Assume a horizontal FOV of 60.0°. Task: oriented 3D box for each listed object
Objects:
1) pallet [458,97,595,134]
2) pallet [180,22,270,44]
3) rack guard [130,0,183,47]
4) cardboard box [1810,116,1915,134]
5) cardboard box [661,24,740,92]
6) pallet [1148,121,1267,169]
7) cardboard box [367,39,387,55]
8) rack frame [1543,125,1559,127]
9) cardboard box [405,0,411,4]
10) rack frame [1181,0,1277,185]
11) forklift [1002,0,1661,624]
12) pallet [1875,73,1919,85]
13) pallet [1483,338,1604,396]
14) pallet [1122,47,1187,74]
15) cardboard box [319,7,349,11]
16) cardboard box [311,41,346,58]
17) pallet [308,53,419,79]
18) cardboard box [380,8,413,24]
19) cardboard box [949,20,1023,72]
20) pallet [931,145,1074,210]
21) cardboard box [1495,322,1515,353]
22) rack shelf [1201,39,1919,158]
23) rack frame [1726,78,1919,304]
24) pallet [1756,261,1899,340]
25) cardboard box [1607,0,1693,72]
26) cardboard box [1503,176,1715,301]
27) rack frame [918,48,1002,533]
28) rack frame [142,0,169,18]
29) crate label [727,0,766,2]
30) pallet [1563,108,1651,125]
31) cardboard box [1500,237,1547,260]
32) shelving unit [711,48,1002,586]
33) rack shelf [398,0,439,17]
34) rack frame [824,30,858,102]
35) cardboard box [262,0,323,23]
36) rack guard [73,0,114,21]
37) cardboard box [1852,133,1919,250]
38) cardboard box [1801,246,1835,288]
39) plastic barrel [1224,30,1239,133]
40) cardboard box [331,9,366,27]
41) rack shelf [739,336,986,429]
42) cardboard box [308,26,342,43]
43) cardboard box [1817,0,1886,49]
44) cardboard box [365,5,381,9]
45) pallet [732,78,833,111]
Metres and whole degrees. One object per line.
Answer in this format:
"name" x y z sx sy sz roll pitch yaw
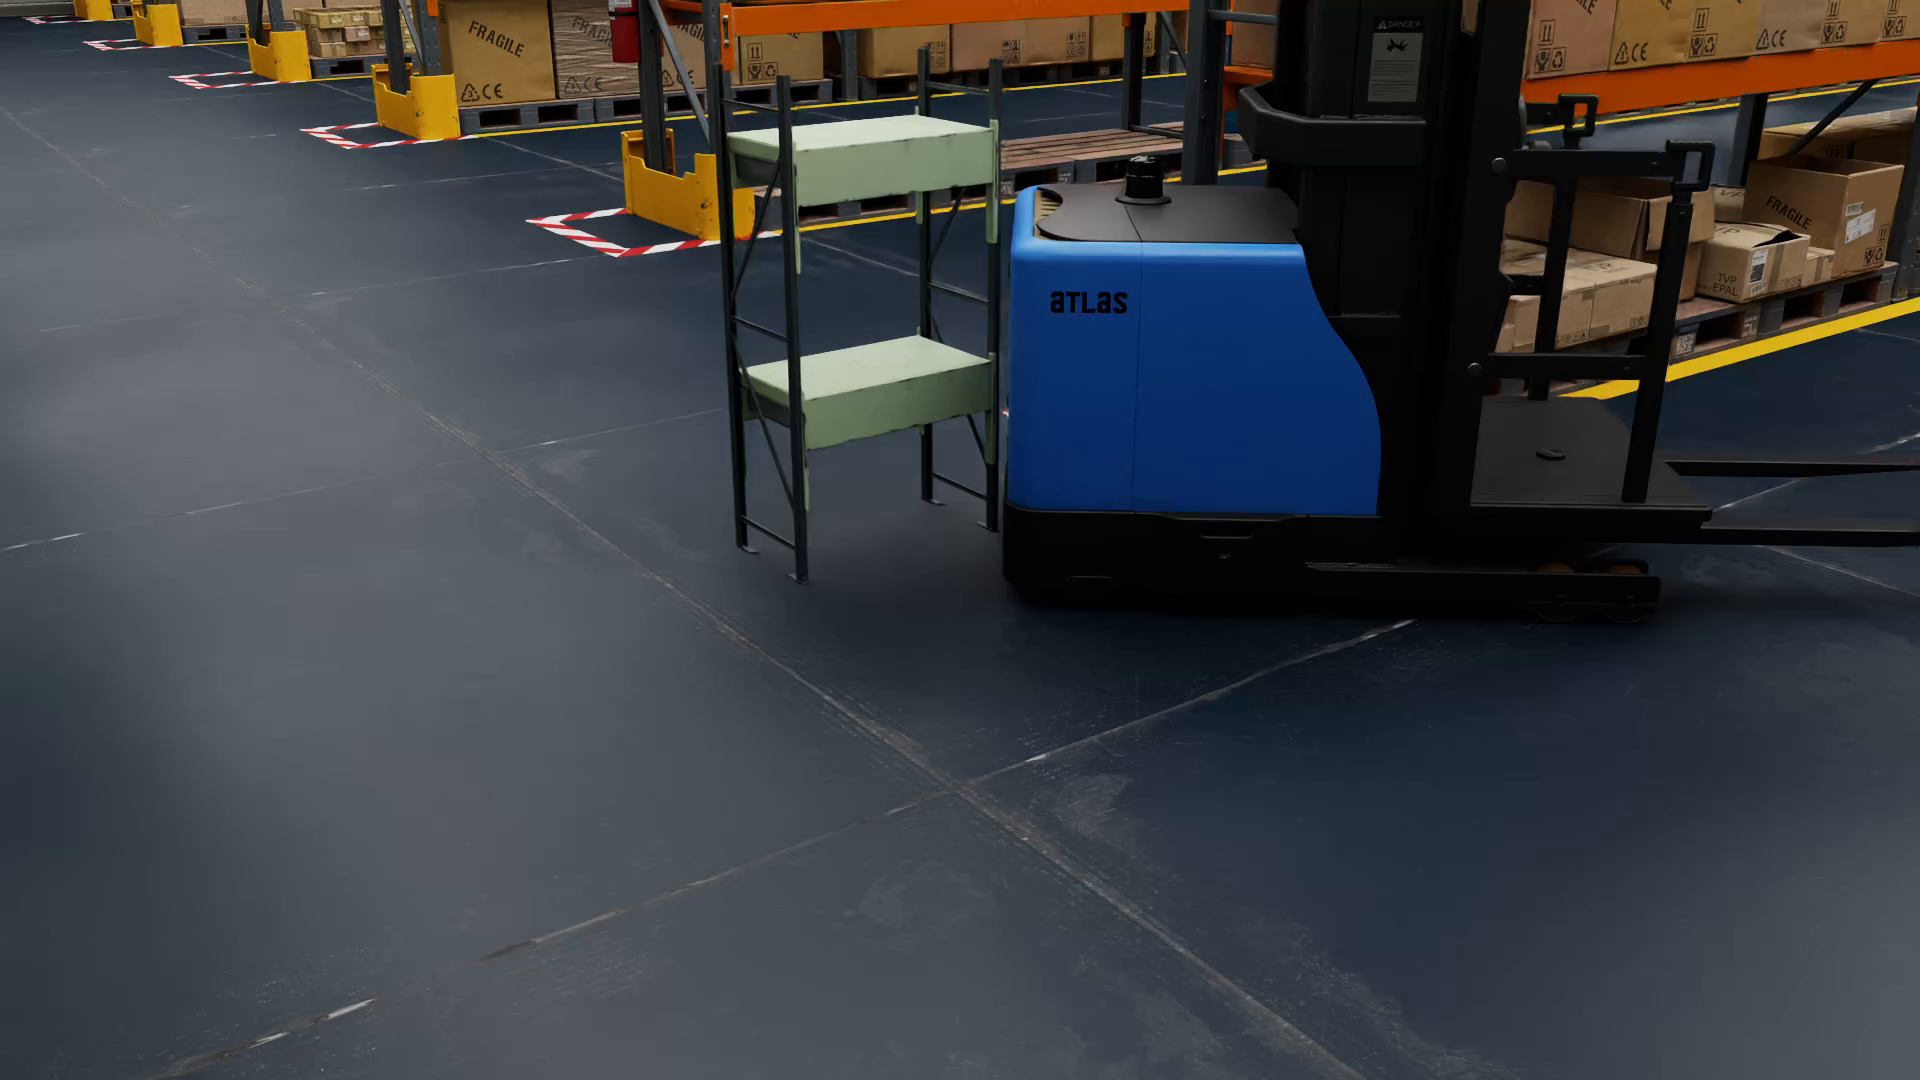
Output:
"pallet" -3.959 -3.764 14.545 1.213 0.211 1.003 -15 26 -33
"pallet" -9.746 -6.746 22.016 1.213 0.211 1.003 -15 26 -33
"rack guard" -10.369 -6.678 21.457 0.348 0.500 1.175 -15 26 -33
"cardboard box" 5.107 -2.088 9.361 0.500 0.500 0.500 -15 26 -33
"cardboard box" -2.628 -4.623 15.235 0.875 0.875 0.875 -15 26 -33
"pallet" 2.228 -3.098 12.875 1.213 0.211 1.003 -15 26 -33
"cardboard box" -6.402 -5.402 18.166 0.250 0.149 0.380 -15 26 -32
"rack frame" 4.824 -5.104 14.140 0.127 3.000 1.000 -15 26 -33
"cardboard box" -7.675 -7.611 23.314 0.875 0.438 0.875 -15 26 -34
"rack frame" 1.220 -1.882 6.064 0.127 3.000 1.000 -15 26 -33
"forklift" 1.660 -1.323 4.756 3.031 2.935 1.130 1 22 3
"pallet" 9.632 -5.073 17.825 1.213 0.211 1.003 -15 26 -33
"pallet" 1.929 -0.776 7.056 1.213 0.211 1.003 -15 26 -33
"pallet" 2.567 -5.468 18.814 1.213 0.211 1.003 -15 26 -33
"cardboard box" -6.858 -5.752 18.241 0.250 0.149 0.380 -14 26 -32
"cardboard box" -6.765 -5.265 17.823 0.250 0.149 0.380 -14 26 -32
"pallet" -6.635 -5.263 18.301 1.213 0.211 1.003 -15 26 -33
"cardboard box" -6.167 -5.726 18.175 0.250 0.149 0.380 -16 27 -35
"cardboard box" -0.083 -5.275 16.868 0.875 0.875 1.225 -16 27 -35
"pallet" 0.012 -2.507 11.394 1.213 0.211 1.003 -15 26 -33
"cardboard box" 1.964 -0.811 6.612 0.250 0.166 0.380 -15 26 -33
"rack shelf" 2.844 -1.980 7.283 4.000 0.370 1.077 -15 26 -33
"rack frame" 4.467 -2.747 8.234 0.127 3.000 1.000 -15 26 -33
"pallet" 3.909 -1.304 8.379 1.213 0.211 1.003 -15 26 -33
"cardboard box" 2.559 -2.166 6.642 0.500 0.500 0.500 -15 26 -33
"cardboard box" 2.945 -1.384 7.592 0.637 0.503 0.797 -15 26 -33
"rack frame" -0.004 -0.782 5.332 0.023 1.500 0.400 -16 27 -34
"rack frame" -10.350 -7.844 21.007 0.127 3.000 1.000 -15 26 -33
"crate label" -1.277 -3.277 9.707 0.303 0.233 0.416 -15 26 -33
"pallet" 5.476 -3.965 15.048 1.213 0.211 1.003 -15 26 -33
"cardboard box" 2.306 -1.197 7.466 0.500 0.250 0.500 -15 26 -33
"shelving unit" -0.297 -0.700 5.128 0.755 1.500 0.431 -16 27 -34
"rack shelf" -2.939 -4.961 14.753 4.000 0.370 1.077 -15 26 -33
"rack frame" -1.315 -5.728 15.705 0.127 3.000 1.000 -15 26 -33
"cardboard box" -9.134 -7.223 22.340 0.875 0.438 0.875 -14 26 -31
"rack guard" -13.190 -8.192 25.251 0.348 0.500 1.175 -15 26 -33
"cardboard box" 5.002 -1.822 8.695 0.500 0.500 0.500 -16 27 -35
"cardboard box" 3.901 -1.320 7.909 0.250 0.149 0.380 -15 26 -33
"plastic barrel" 2.029 -3.571 12.564 0.708 0.901 0.600 -15 26 -33
"cardboard box" -6.600 -5.631 17.938 0.250 0.149 0.380 -14 26 -32
"rack shelf" -0.297 -0.488 5.212 0.686 0.124 0.368 -16 27 -34
"cardboard box" -6.802 -5.422 17.815 0.250 0.149 0.380 -14 26 -31
"cardboard box" 3.794 -2.496 7.470 0.500 0.500 0.500 -14 26 -31
"cardboard box" -6.474 -5.883 18.570 0.250 0.149 0.380 -16 27 -35
"pallet" -1.978 -4.292 15.868 1.213 0.211 1.003 -15 26 -33
